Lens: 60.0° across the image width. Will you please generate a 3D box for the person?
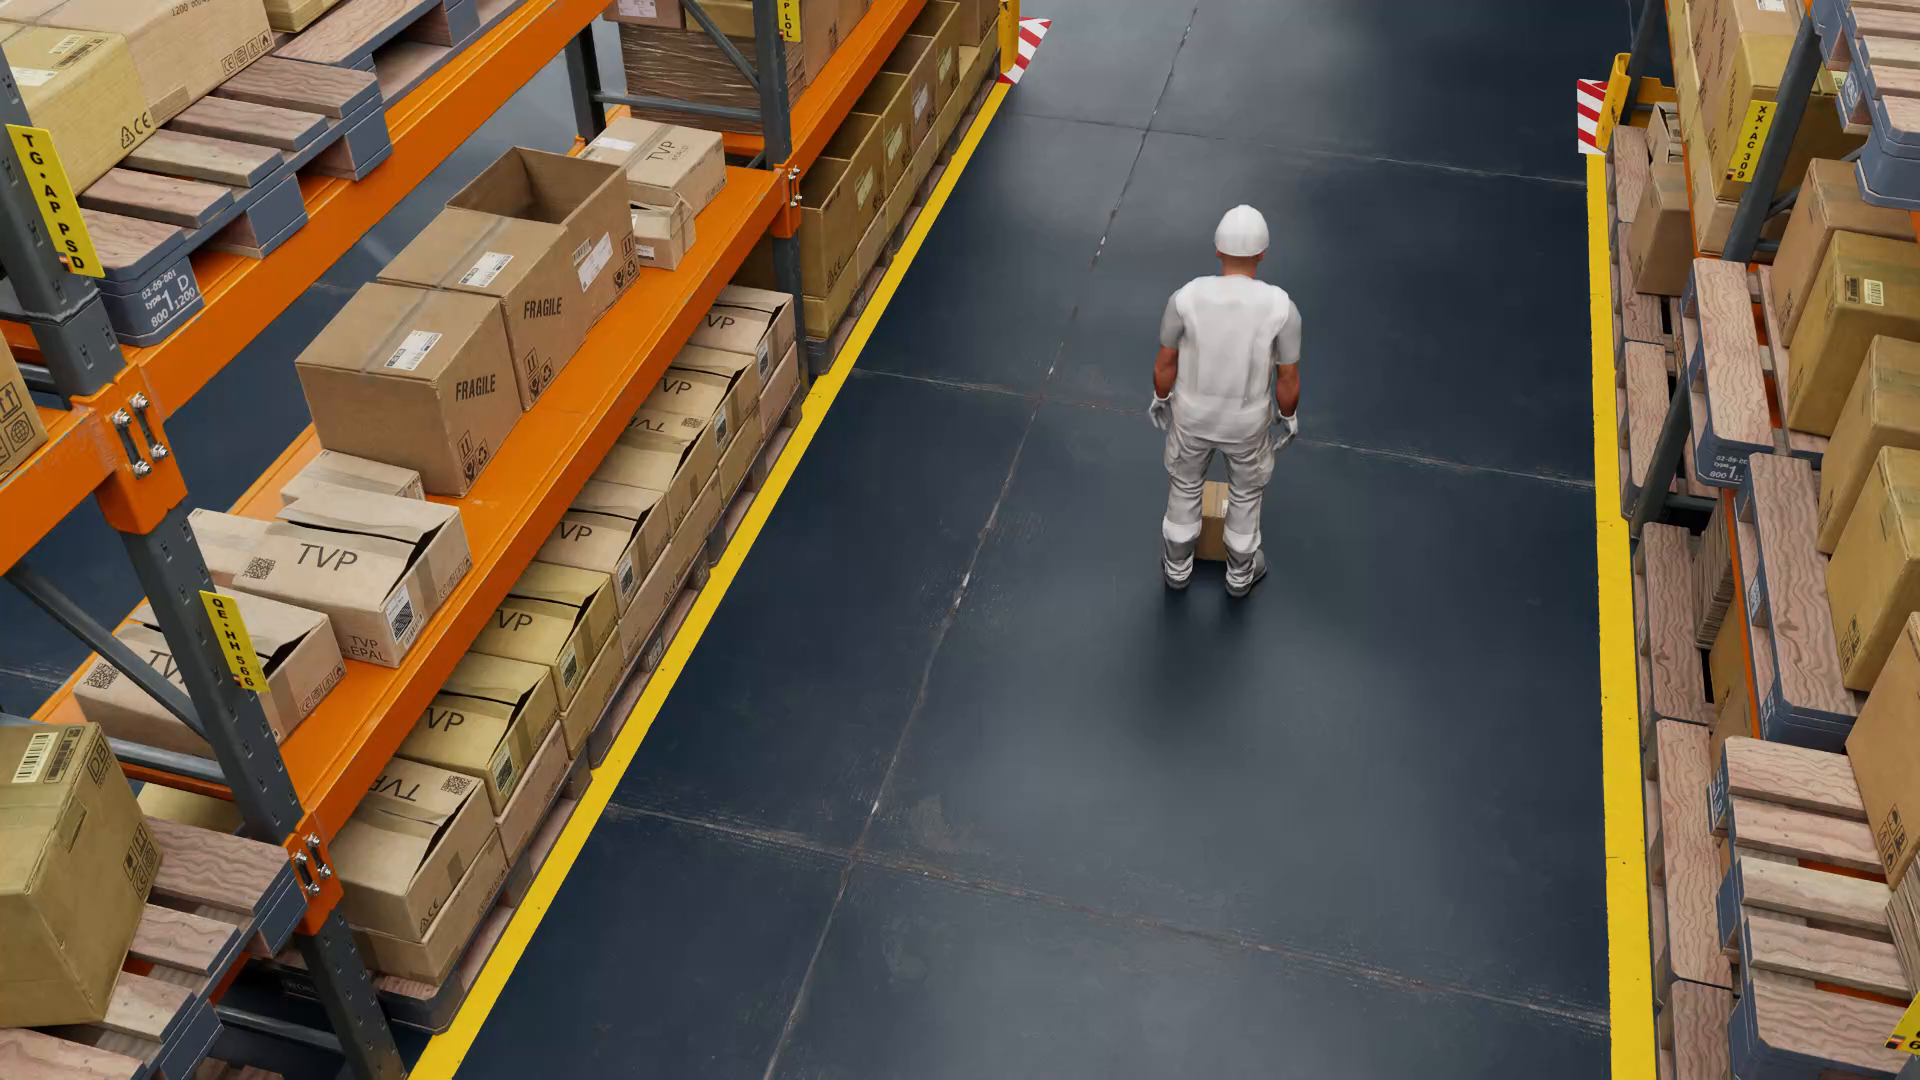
[{"bbox_3d":[1.071,-0.520,6.751,0.609,1.779,0.449,10,42,12],"label":"person"}]
